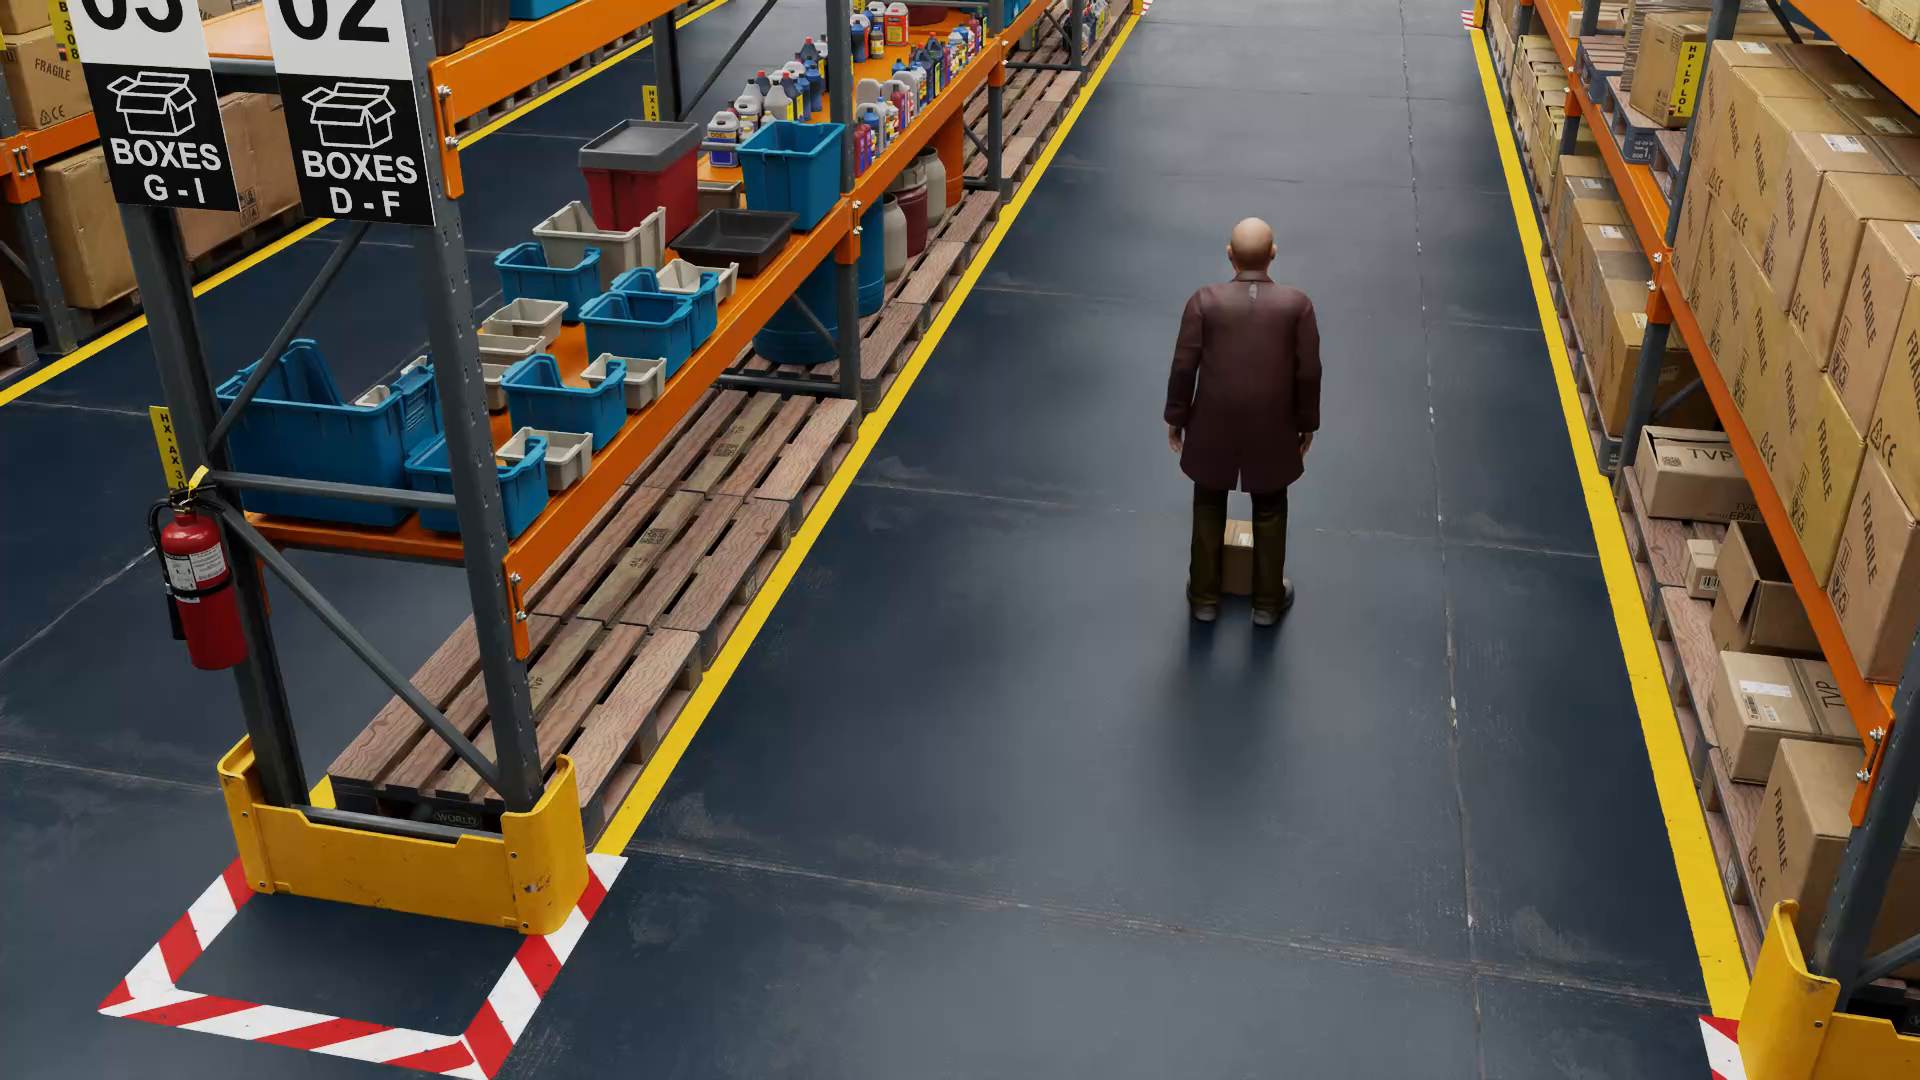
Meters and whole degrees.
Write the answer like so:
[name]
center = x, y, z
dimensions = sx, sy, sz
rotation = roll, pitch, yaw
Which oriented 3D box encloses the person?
[person]
center = 1.187, -0.482, 7.029
dimensions = 0.654, 1.774, 0.421
rotation = 4, 29, 8
